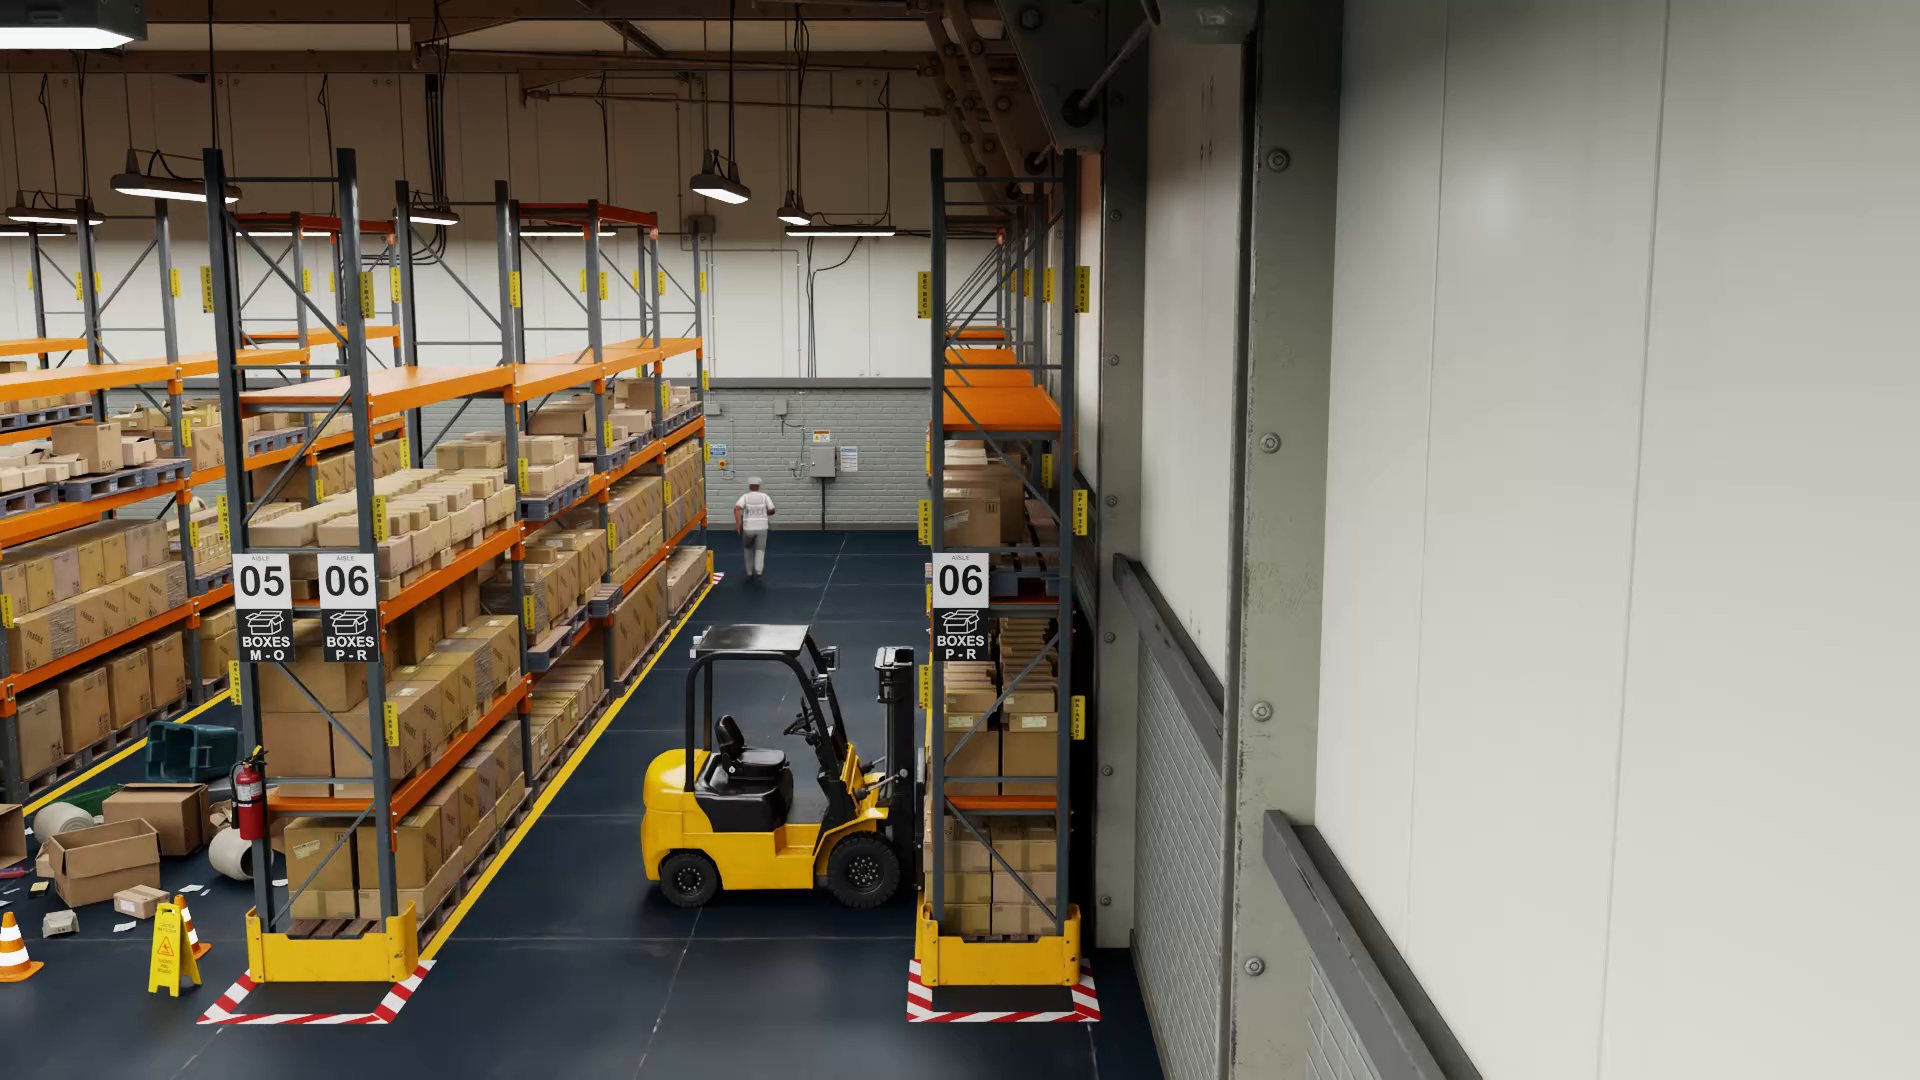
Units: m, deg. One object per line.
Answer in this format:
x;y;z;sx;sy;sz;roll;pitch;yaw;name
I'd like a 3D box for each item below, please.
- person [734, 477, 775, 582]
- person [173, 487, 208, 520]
-3.437;-0.150;27.890;0.690;1.811;0.941;-1;9;-7;person
-13.028;-0.130;28.298;0.637;1.680;0.695;-7;11;-36;person
